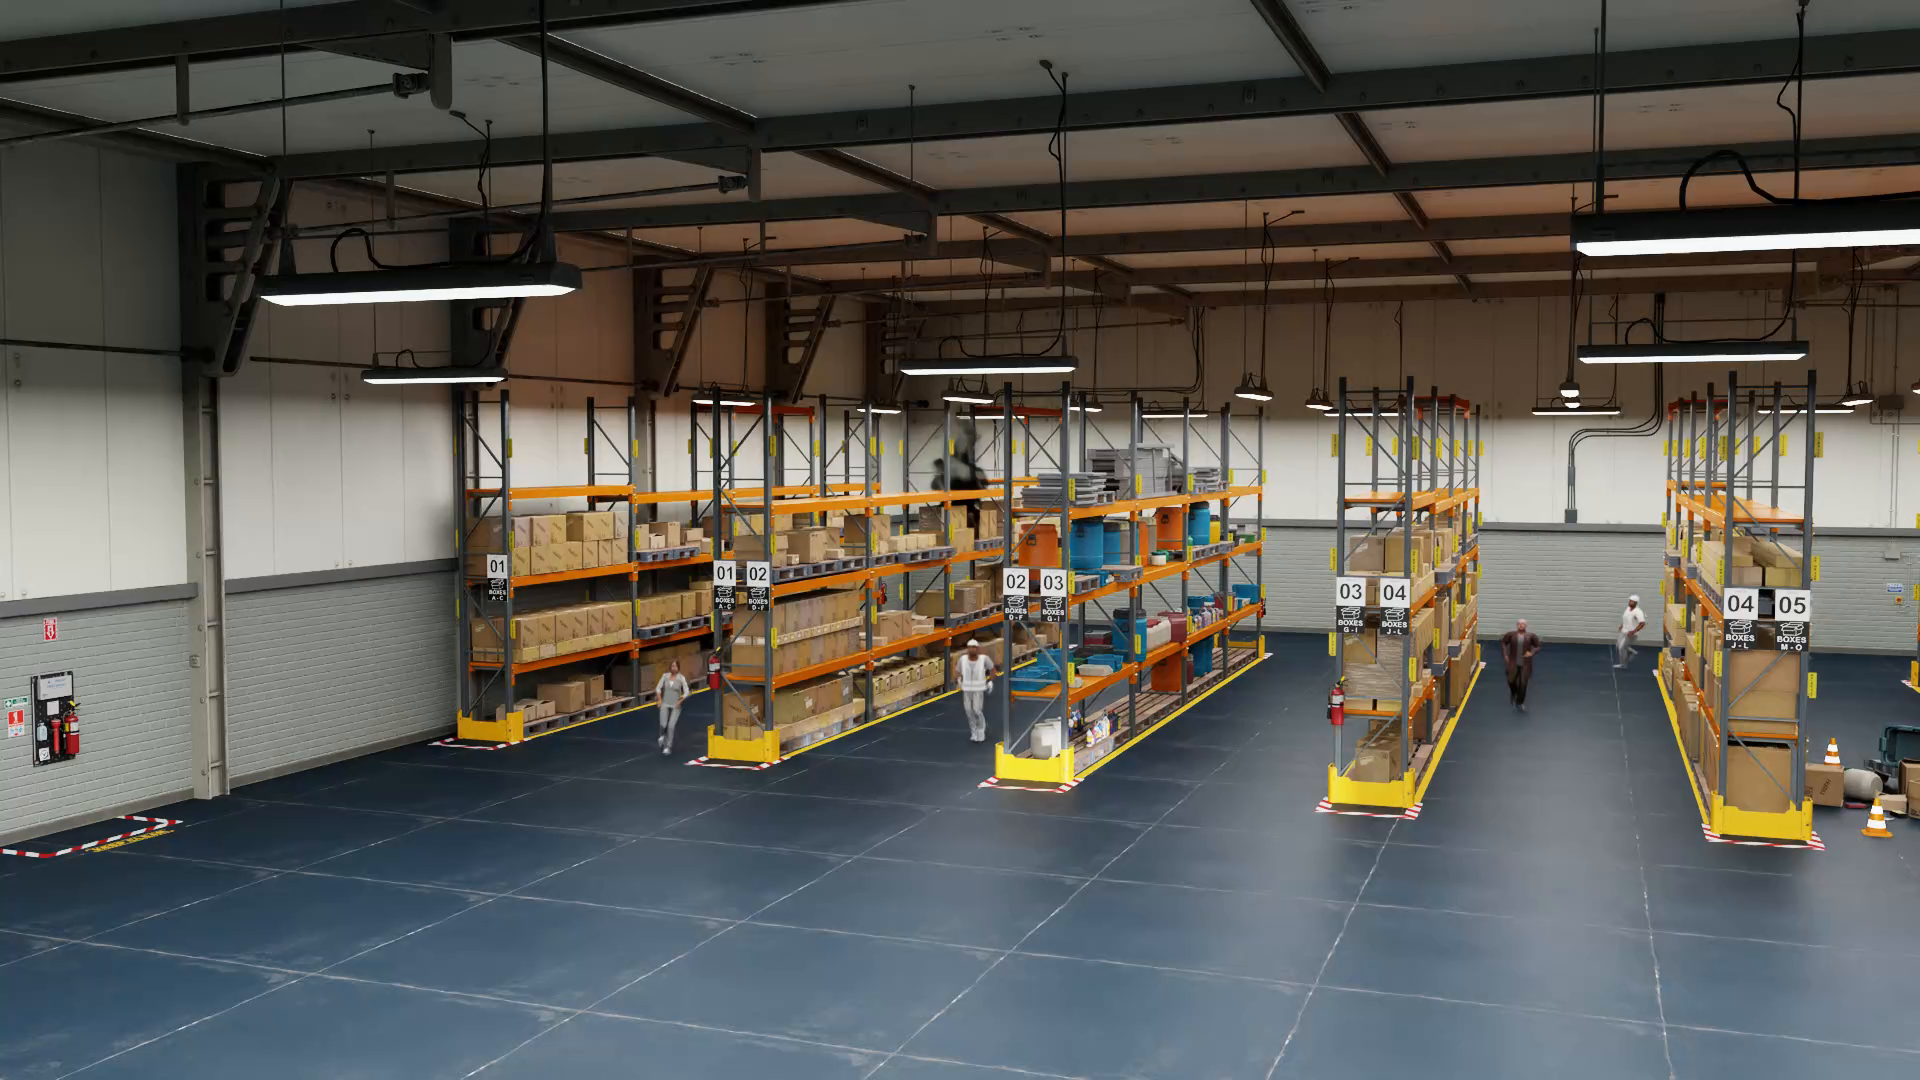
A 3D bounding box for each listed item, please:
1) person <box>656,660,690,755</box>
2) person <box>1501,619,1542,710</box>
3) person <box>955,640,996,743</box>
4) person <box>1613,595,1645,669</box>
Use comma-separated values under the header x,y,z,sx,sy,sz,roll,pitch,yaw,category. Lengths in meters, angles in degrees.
x,y,z,sx,sy,sz,roll,pitch,yaw,category
-4.714,2.747,27.286,0.552,1.569,0.530,0,3,-5,person
10.713,2.377,31.801,0.768,1.743,0.584,1,3,25,person
0.222,2.565,28.225,0.660,1.756,0.656,1,3,16,person
15.189,2.086,37.619,0.561,1.693,0.736,-1,3,-10,person
